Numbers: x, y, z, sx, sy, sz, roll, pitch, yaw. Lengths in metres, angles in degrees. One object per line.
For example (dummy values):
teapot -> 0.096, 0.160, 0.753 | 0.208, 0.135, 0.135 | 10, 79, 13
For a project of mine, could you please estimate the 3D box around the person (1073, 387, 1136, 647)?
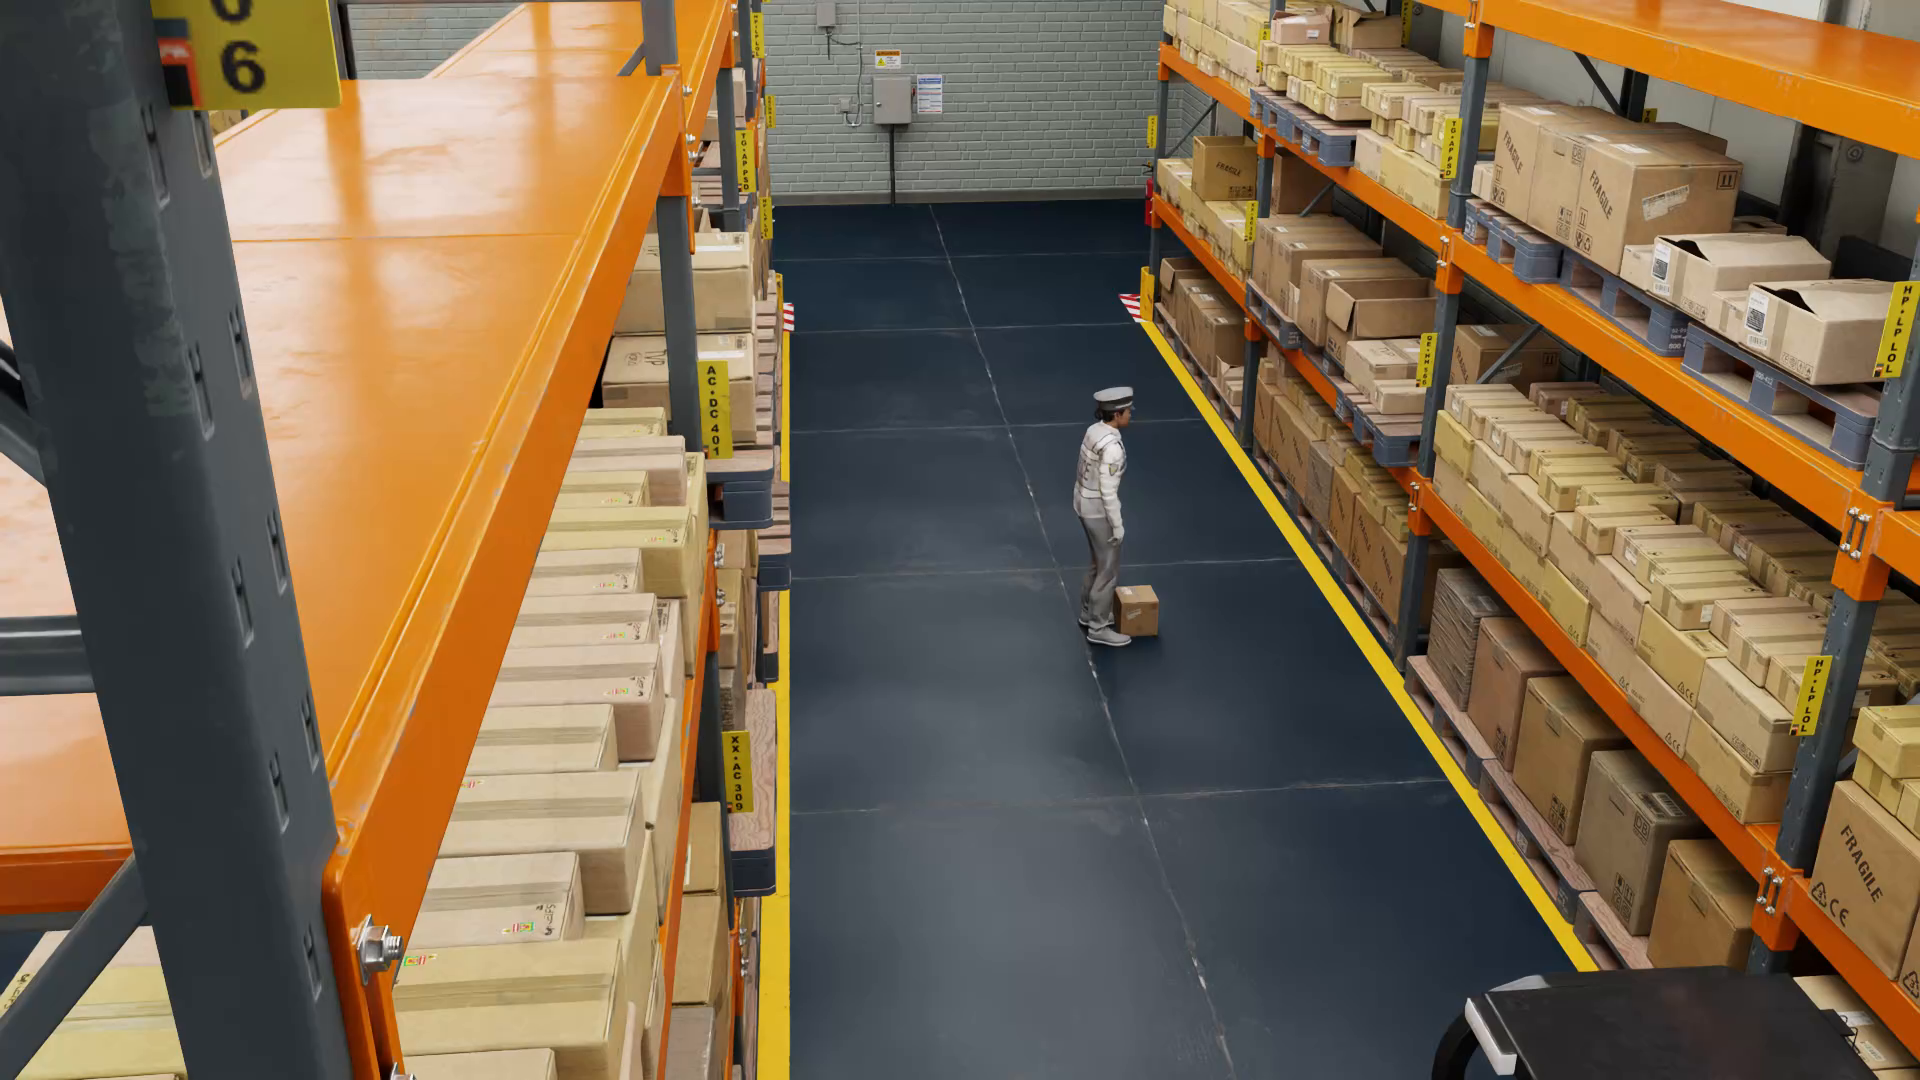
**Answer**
person -> 0.921, -0.169, 10.679 | 0.369, 1.667, 0.547 | -3, 24, -8
